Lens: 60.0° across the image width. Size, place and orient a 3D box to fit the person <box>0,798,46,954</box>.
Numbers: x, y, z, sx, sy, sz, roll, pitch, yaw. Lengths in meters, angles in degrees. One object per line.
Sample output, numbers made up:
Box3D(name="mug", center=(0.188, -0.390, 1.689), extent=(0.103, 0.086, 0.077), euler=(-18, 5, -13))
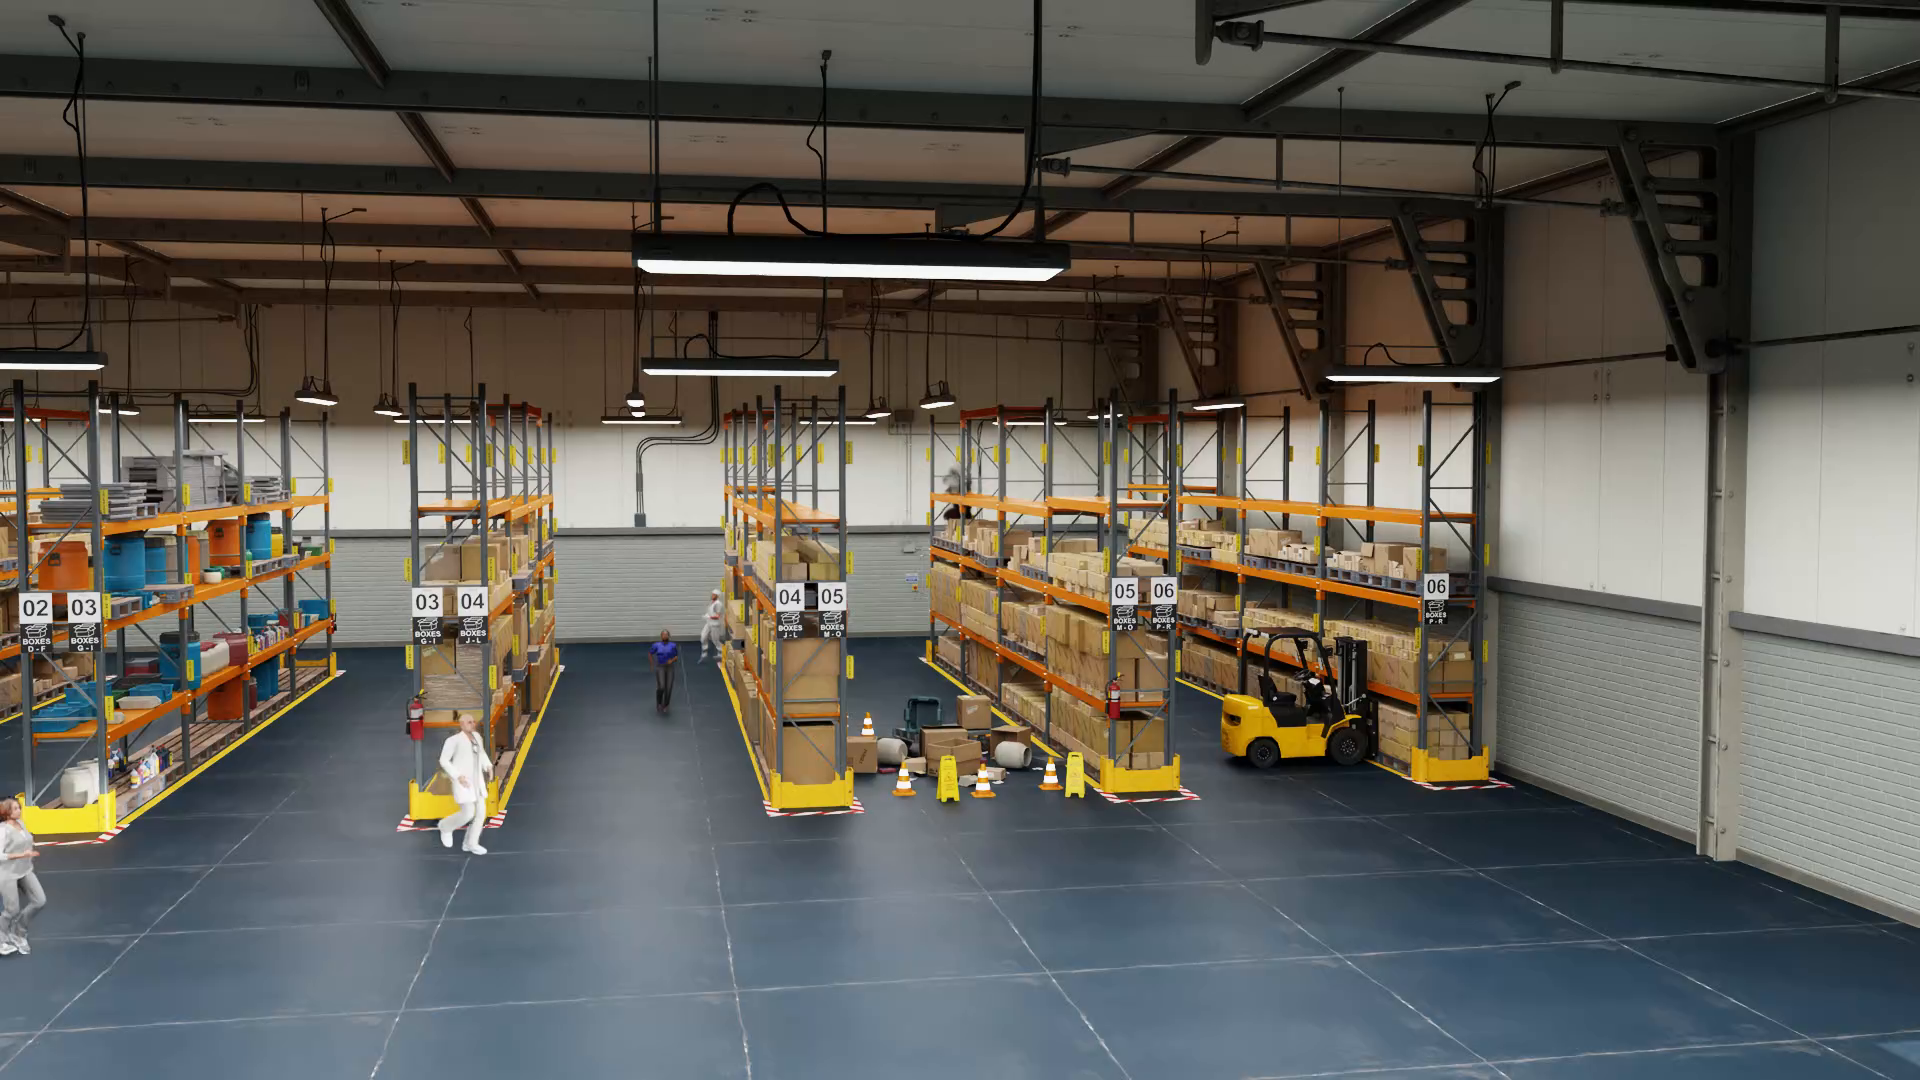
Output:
Box3D(name="person", center=(-9.396, 3.364, 16.590), extent=(0.614, 1.593, 0.516), euler=(1, 3, 11))

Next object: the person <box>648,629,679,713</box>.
Box3D(name="person", center=(-5.721, 2.550, 32.208), extent=(0.550, 1.614, 0.638), euler=(-1, 3, -20))

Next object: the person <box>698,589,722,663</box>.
Box3D(name="person", center=(-5.918, 2.086, 40.161), extent=(0.713, 1.820, 0.648), euler=(-2, 4, -41))

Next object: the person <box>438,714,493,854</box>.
Box3D(name="person", center=(-6.261, 3.070, 21.034), extent=(0.697, 1.756, 0.737), euler=(2, 3, 29))
